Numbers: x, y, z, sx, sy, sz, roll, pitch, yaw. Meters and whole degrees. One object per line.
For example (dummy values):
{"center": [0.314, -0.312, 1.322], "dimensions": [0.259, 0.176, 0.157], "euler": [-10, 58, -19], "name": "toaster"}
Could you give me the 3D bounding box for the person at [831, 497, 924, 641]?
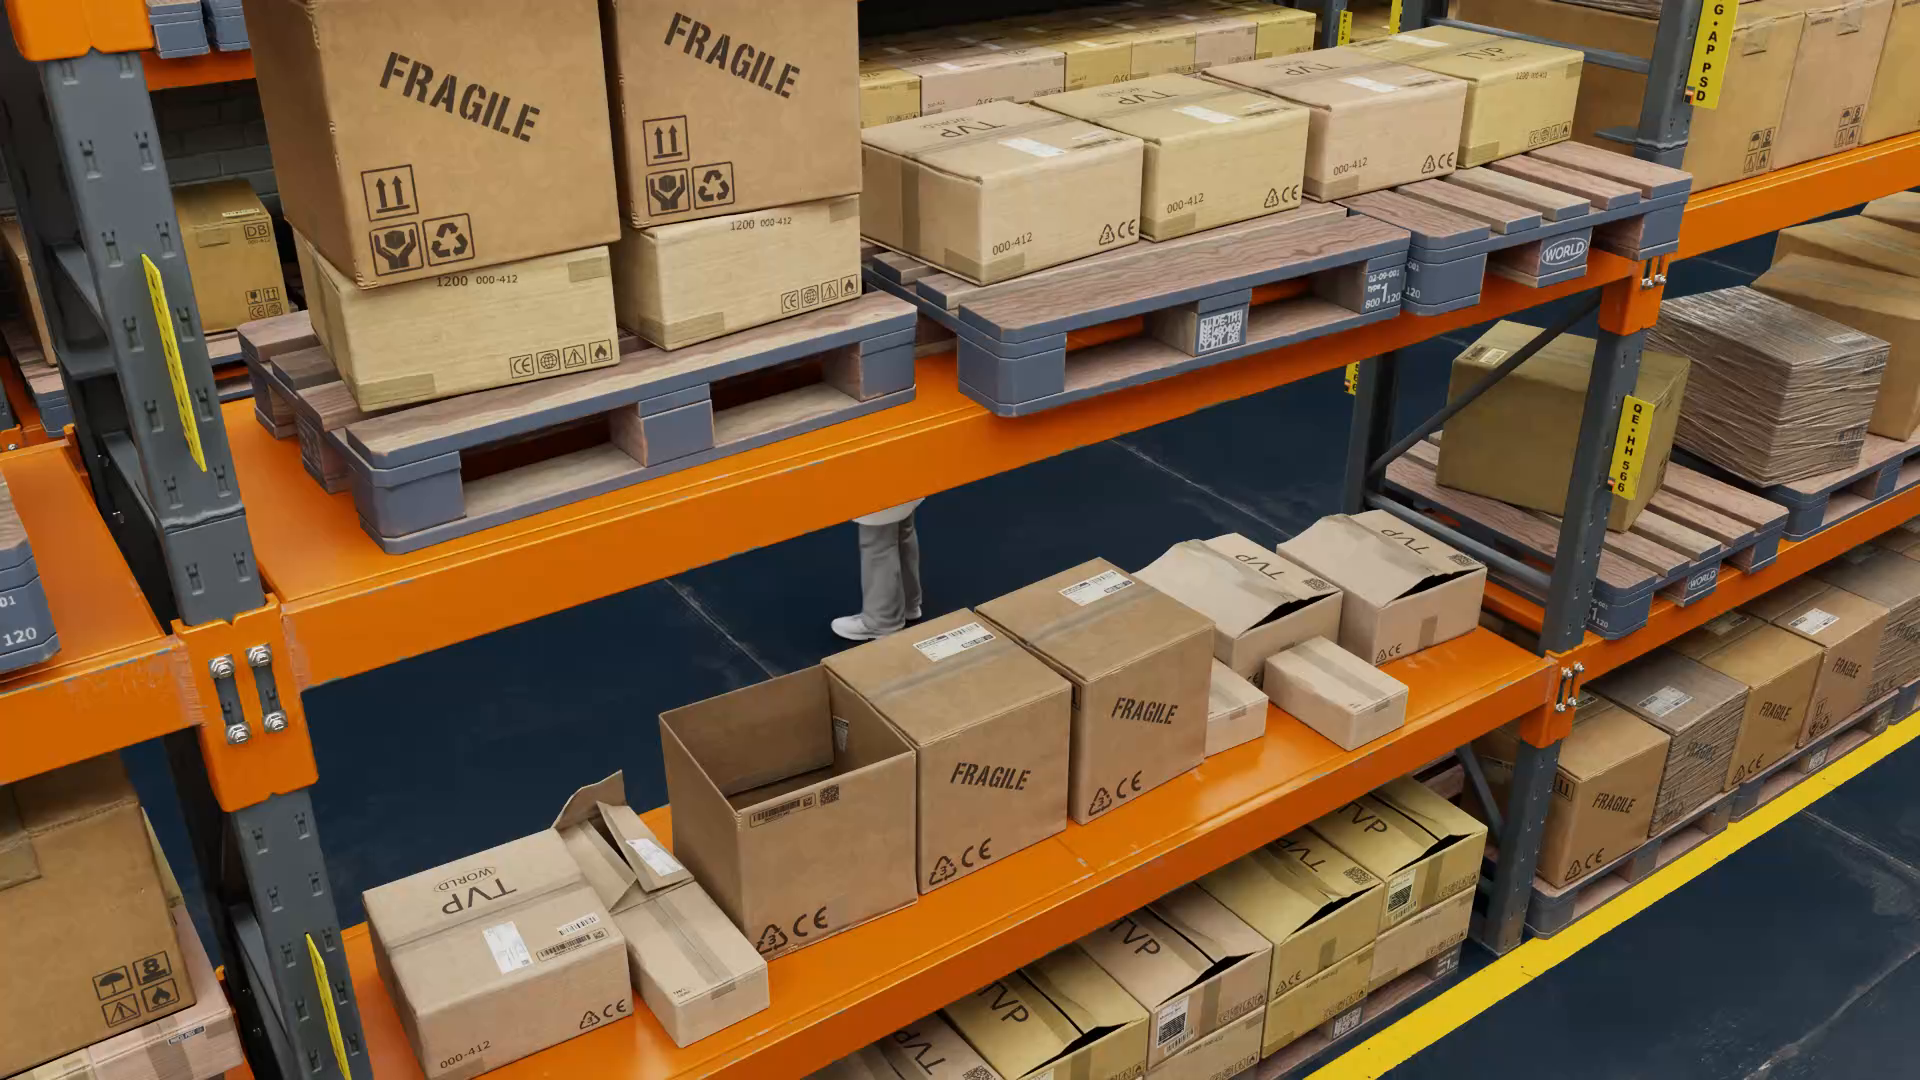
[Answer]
{"center": [-0.382, -0.367, 7.782], "dimensions": [0.422, 1.789, 0.622], "euler": [9, 30, 16], "name": "person"}
